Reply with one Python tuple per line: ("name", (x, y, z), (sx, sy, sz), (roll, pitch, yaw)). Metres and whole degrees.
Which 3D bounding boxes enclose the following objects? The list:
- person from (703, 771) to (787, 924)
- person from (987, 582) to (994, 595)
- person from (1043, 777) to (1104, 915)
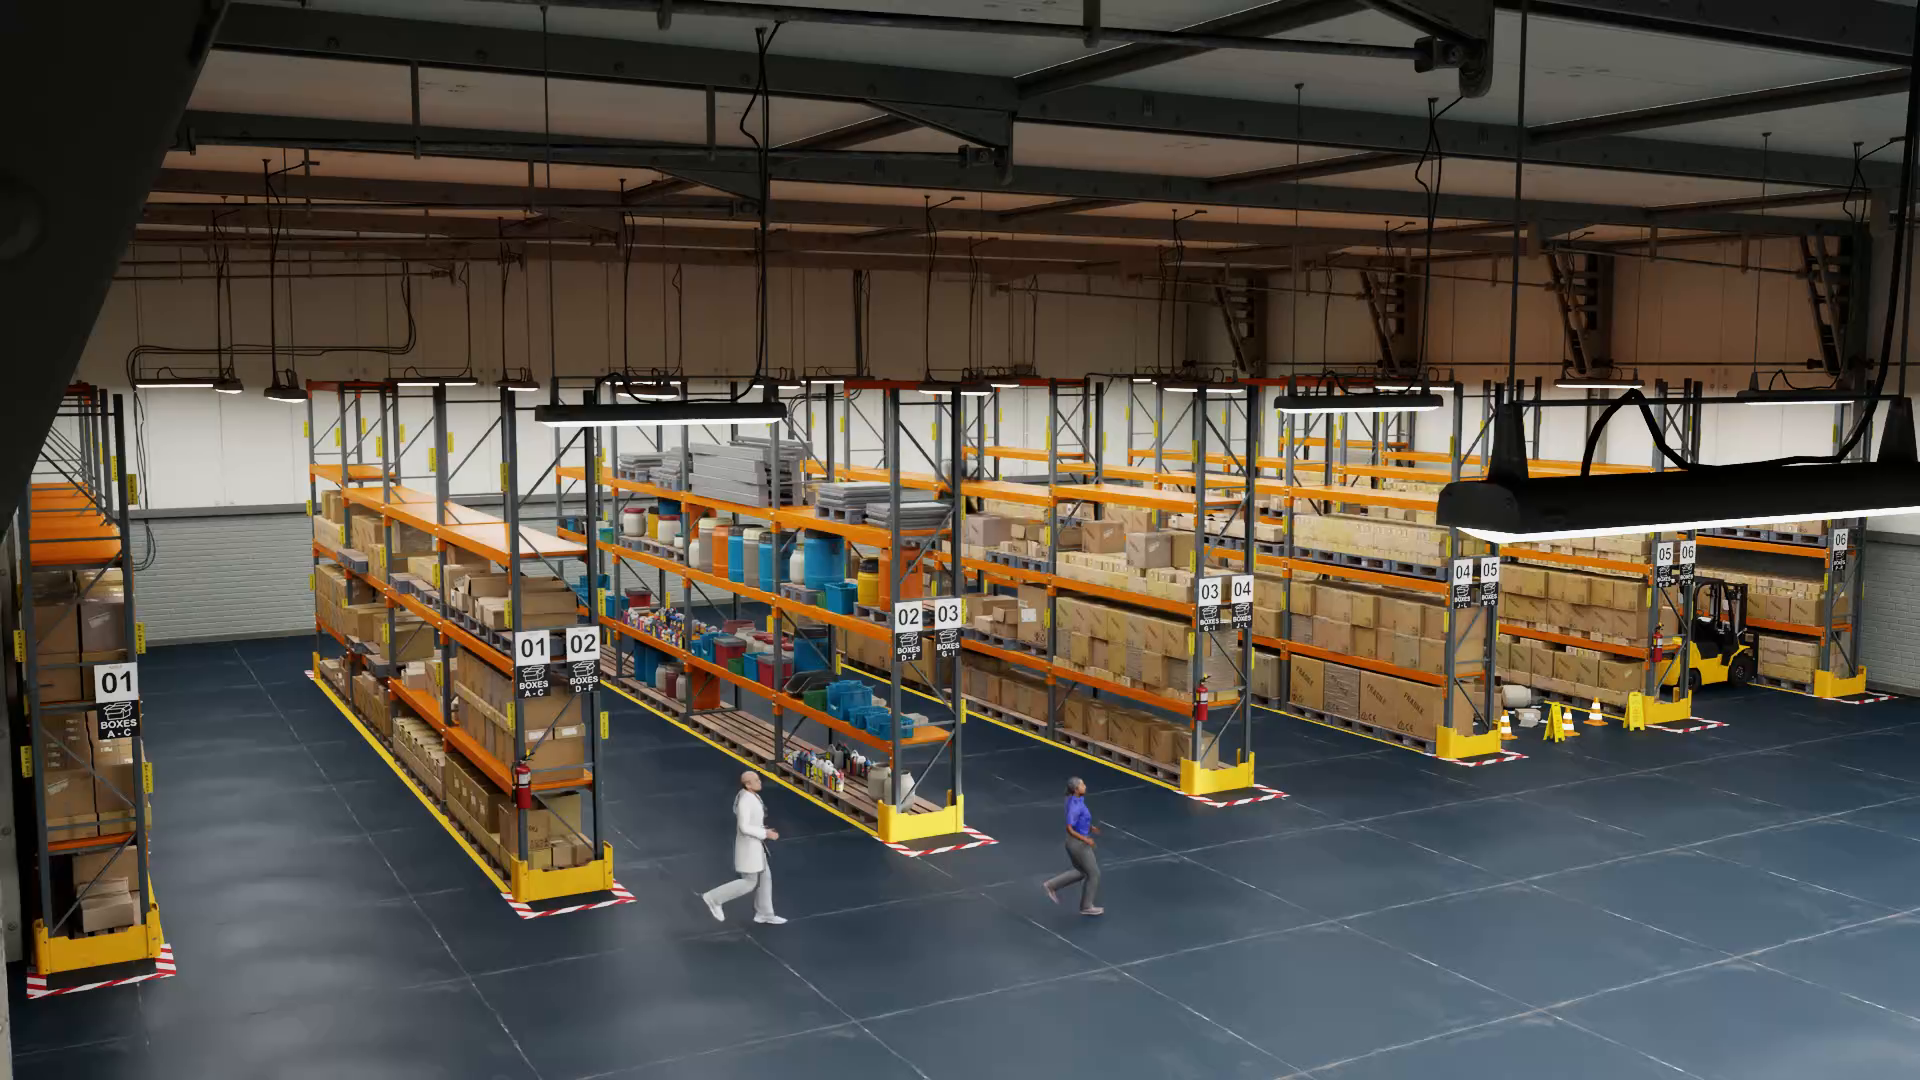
("person", (-2.430, 3.477, 18.749), (0.933, 1.784, 0.719), (0, 6, -4))
("person", (0.767, 1.041, 42.186), (0.502, 1.620, 0.639), (2, 6, 16))
("person", (1.311, 3.505, 19.062), (0.701, 1.608, 0.581), (0, 6, -4))
